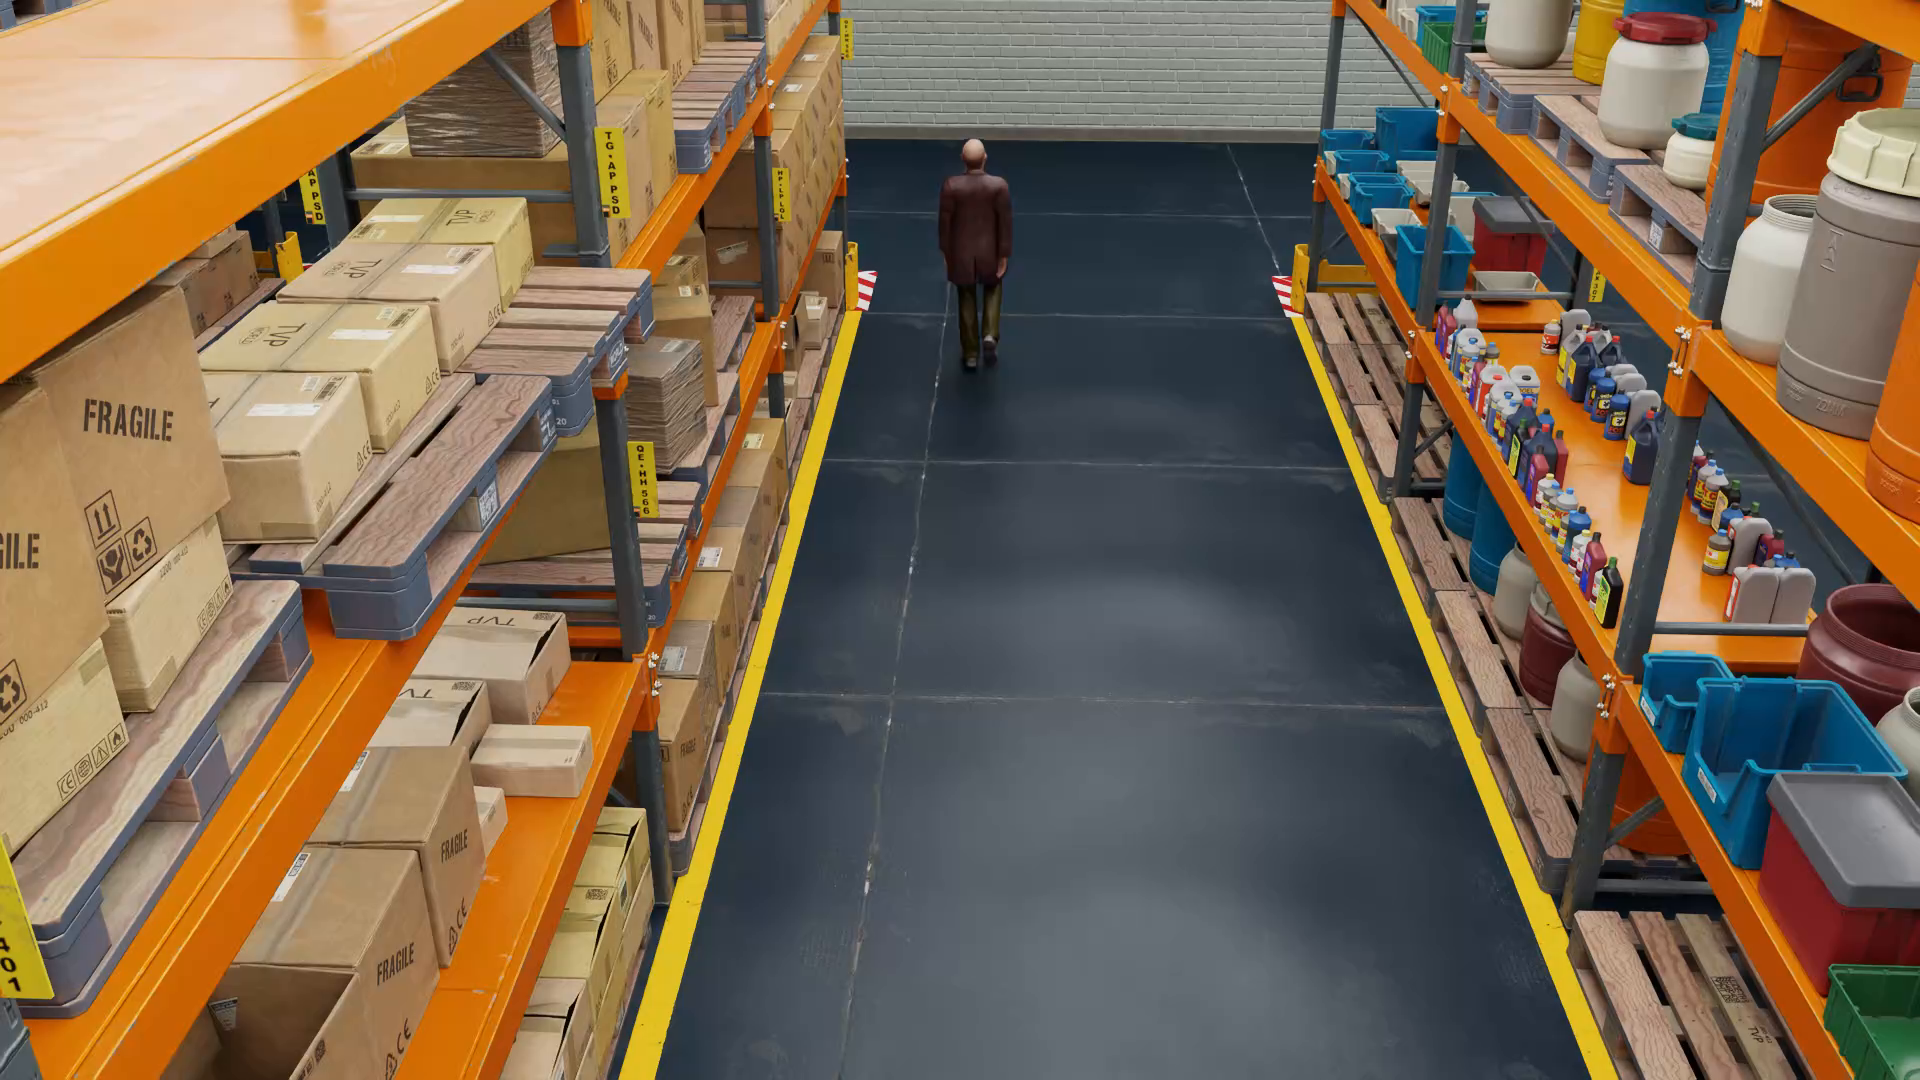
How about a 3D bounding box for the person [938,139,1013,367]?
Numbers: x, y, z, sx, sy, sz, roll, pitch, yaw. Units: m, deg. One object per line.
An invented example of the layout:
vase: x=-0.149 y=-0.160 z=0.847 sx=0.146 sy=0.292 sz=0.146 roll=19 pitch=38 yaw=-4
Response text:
person: x=0.114 y=-2.221 z=12.871 sx=0.567 sy=1.812 sz=0.482 roll=-1 pitch=28 yaw=-2
